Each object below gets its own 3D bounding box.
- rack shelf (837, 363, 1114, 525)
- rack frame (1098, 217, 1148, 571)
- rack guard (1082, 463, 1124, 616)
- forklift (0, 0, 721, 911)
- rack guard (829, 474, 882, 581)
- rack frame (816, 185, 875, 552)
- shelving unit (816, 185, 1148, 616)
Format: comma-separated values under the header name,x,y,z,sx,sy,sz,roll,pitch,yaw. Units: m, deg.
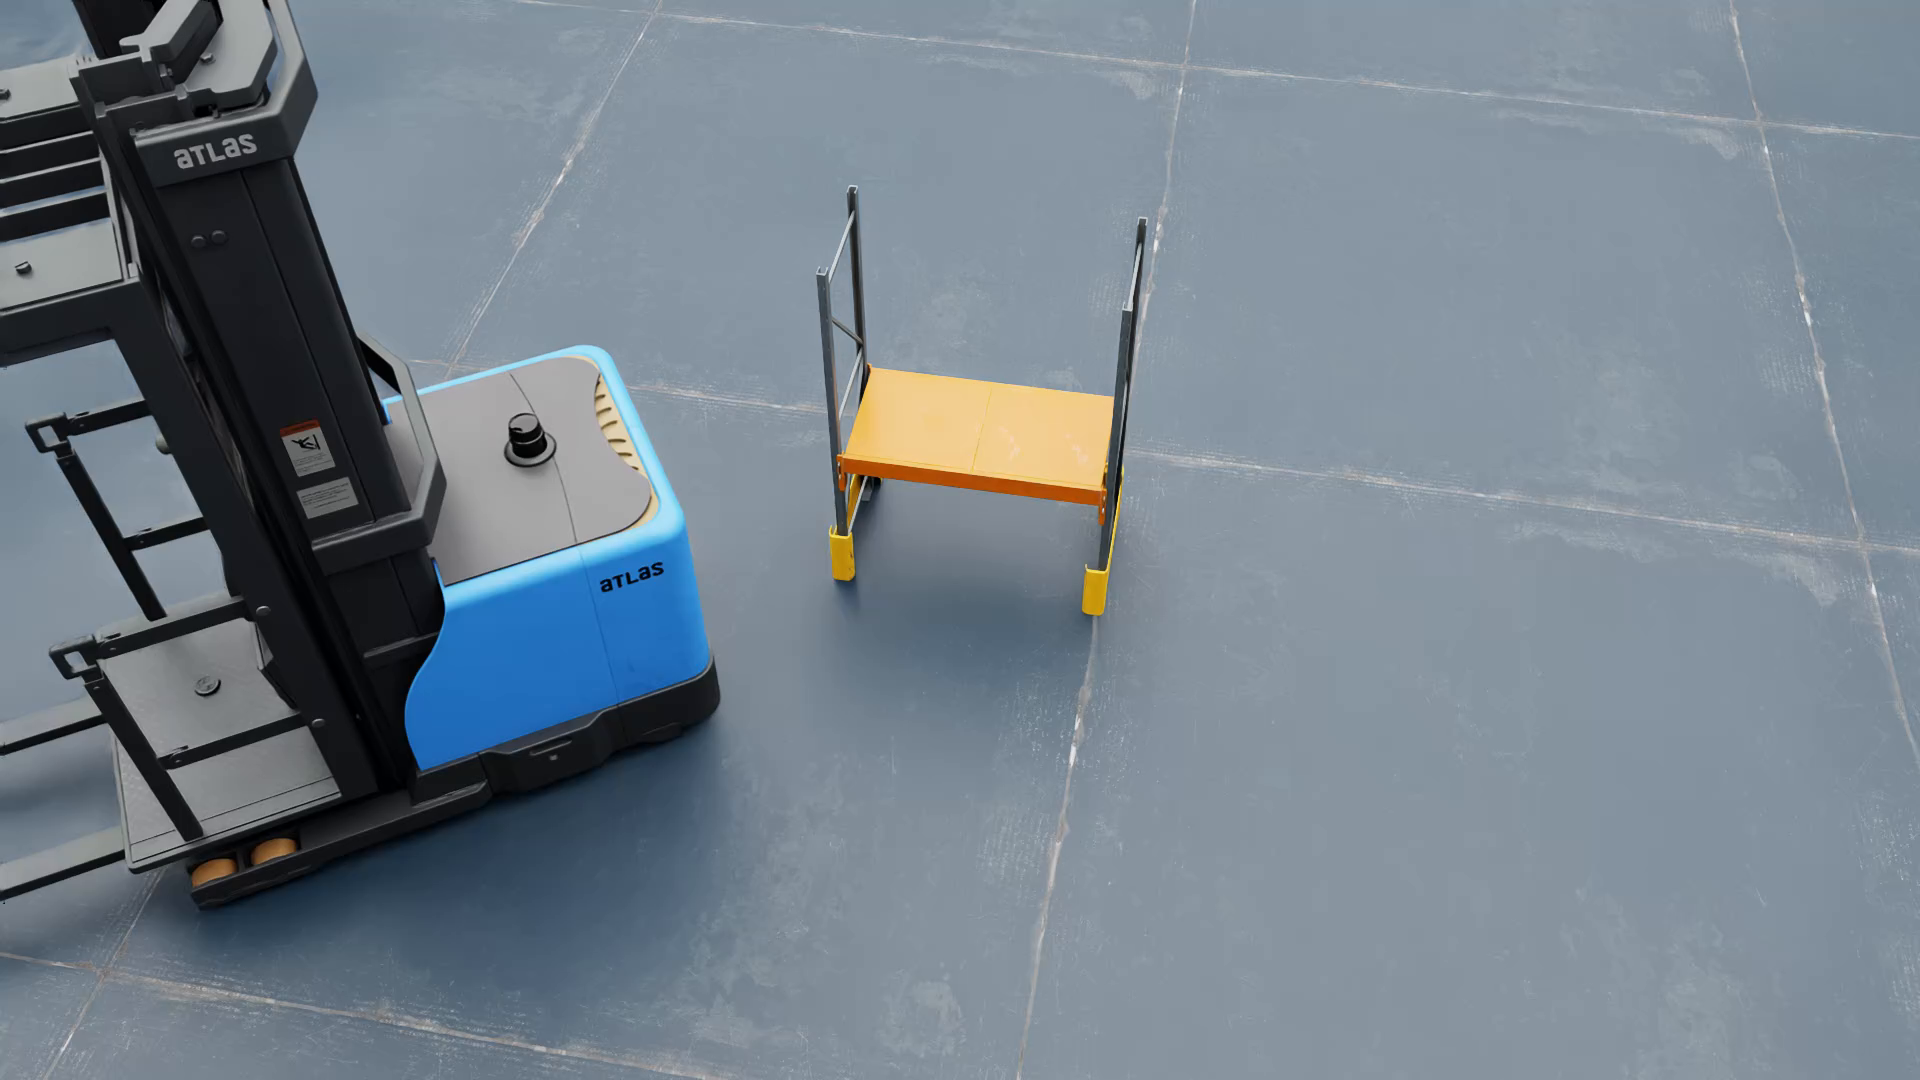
name,x,y,z,sx,sy,sz,roll,pitch,yaw
rack shelf,0.084,-0.370,6.288,1.000,0.185,0.538,8,49,7
rack frame,0.584,-0.423,6.094,0.032,1.500,0.500,8,49,7
rack guard,0.565,-0.008,6.561,0.087,0.250,0.587,8,49,7
forklift,-2.440,-0.201,4.932,3.031,2.935,1.130,-19,51,-16
rack guard,-0.415,-0.139,6.679,0.087,0.250,0.587,8,49,7
rack frame,-0.416,-0.557,6.214,0.032,1.500,0.500,8,49,7
shelving unit,0.075,-0.491,6.155,1.083,1.500,0.587,8,49,7
